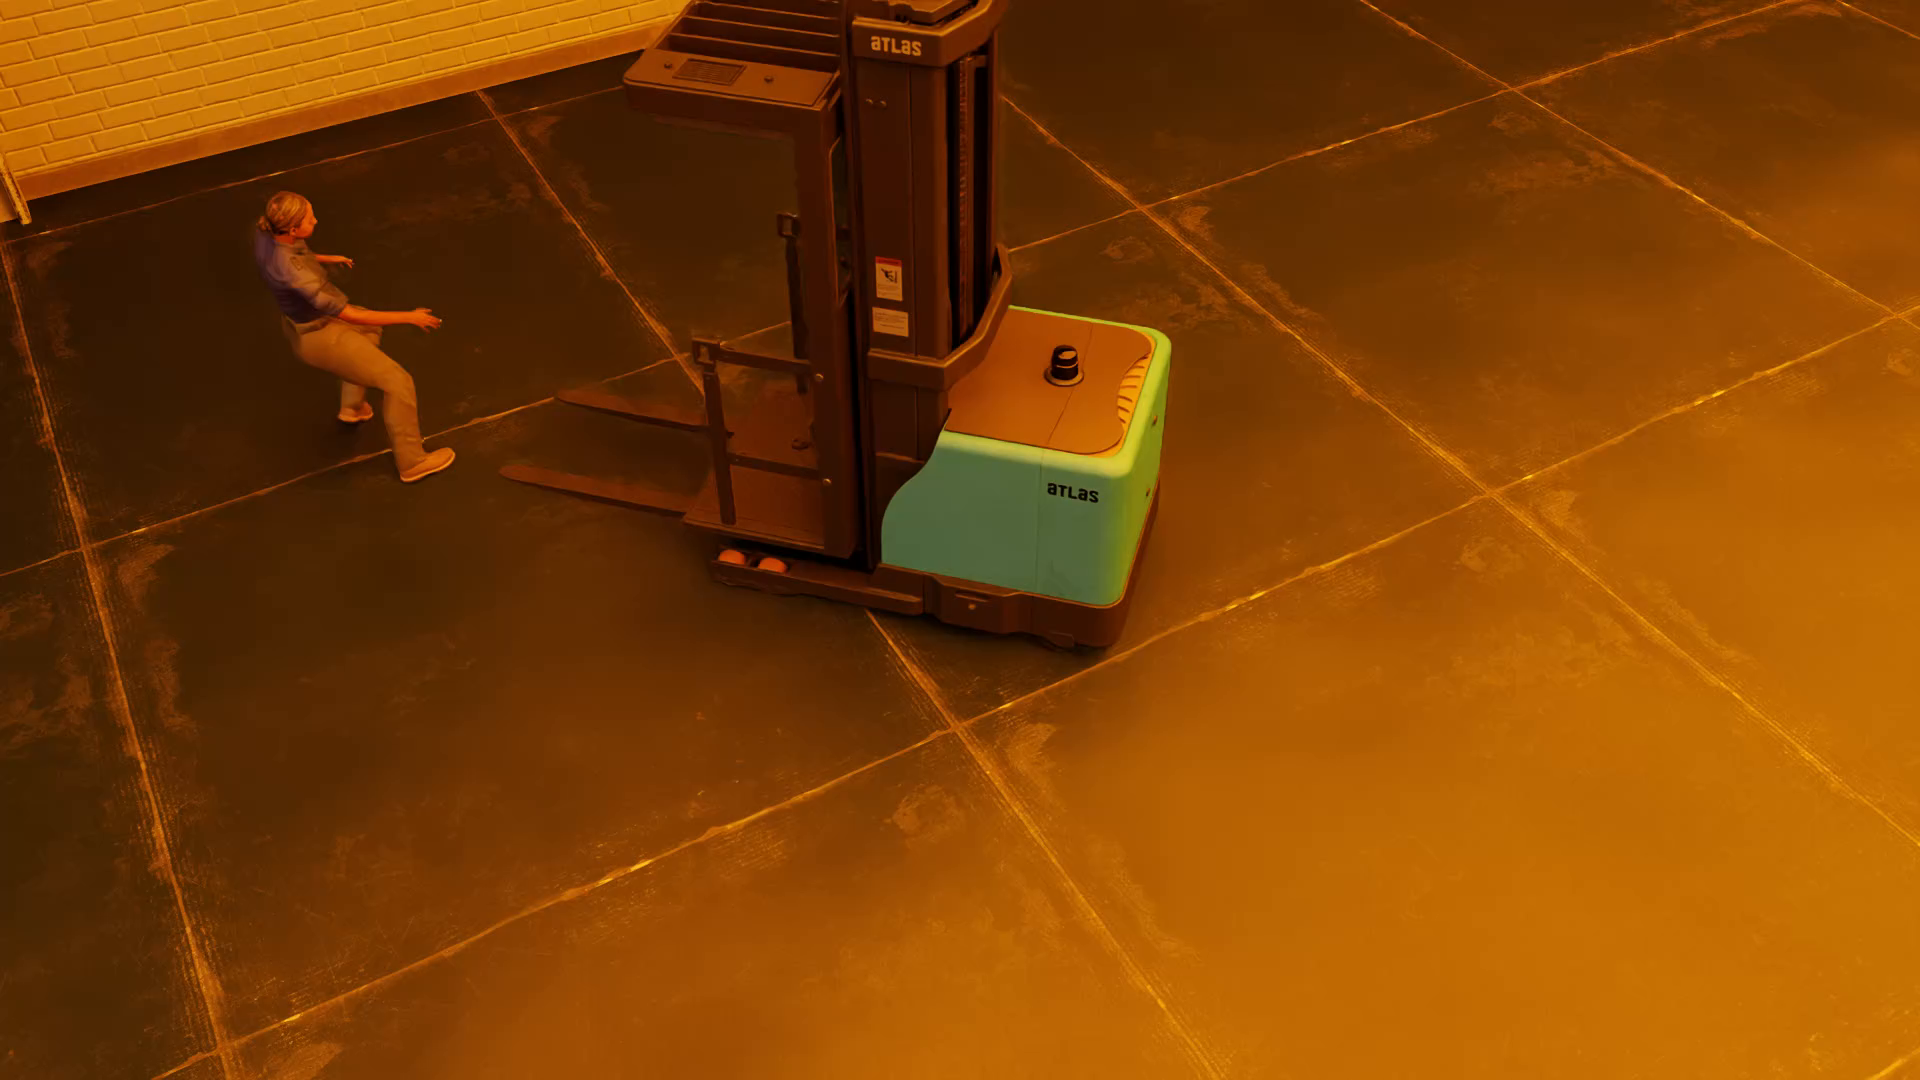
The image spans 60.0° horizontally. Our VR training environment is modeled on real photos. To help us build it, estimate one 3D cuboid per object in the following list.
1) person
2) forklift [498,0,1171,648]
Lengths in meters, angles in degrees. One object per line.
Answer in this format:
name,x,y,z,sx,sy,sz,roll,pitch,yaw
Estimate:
person,-2.880,-1.052,7.879,0.640,1.503,0.780,-26,49,-25
forklift,-0.639,-1.163,6.952,3.031,2.935,1.130,11,44,12
